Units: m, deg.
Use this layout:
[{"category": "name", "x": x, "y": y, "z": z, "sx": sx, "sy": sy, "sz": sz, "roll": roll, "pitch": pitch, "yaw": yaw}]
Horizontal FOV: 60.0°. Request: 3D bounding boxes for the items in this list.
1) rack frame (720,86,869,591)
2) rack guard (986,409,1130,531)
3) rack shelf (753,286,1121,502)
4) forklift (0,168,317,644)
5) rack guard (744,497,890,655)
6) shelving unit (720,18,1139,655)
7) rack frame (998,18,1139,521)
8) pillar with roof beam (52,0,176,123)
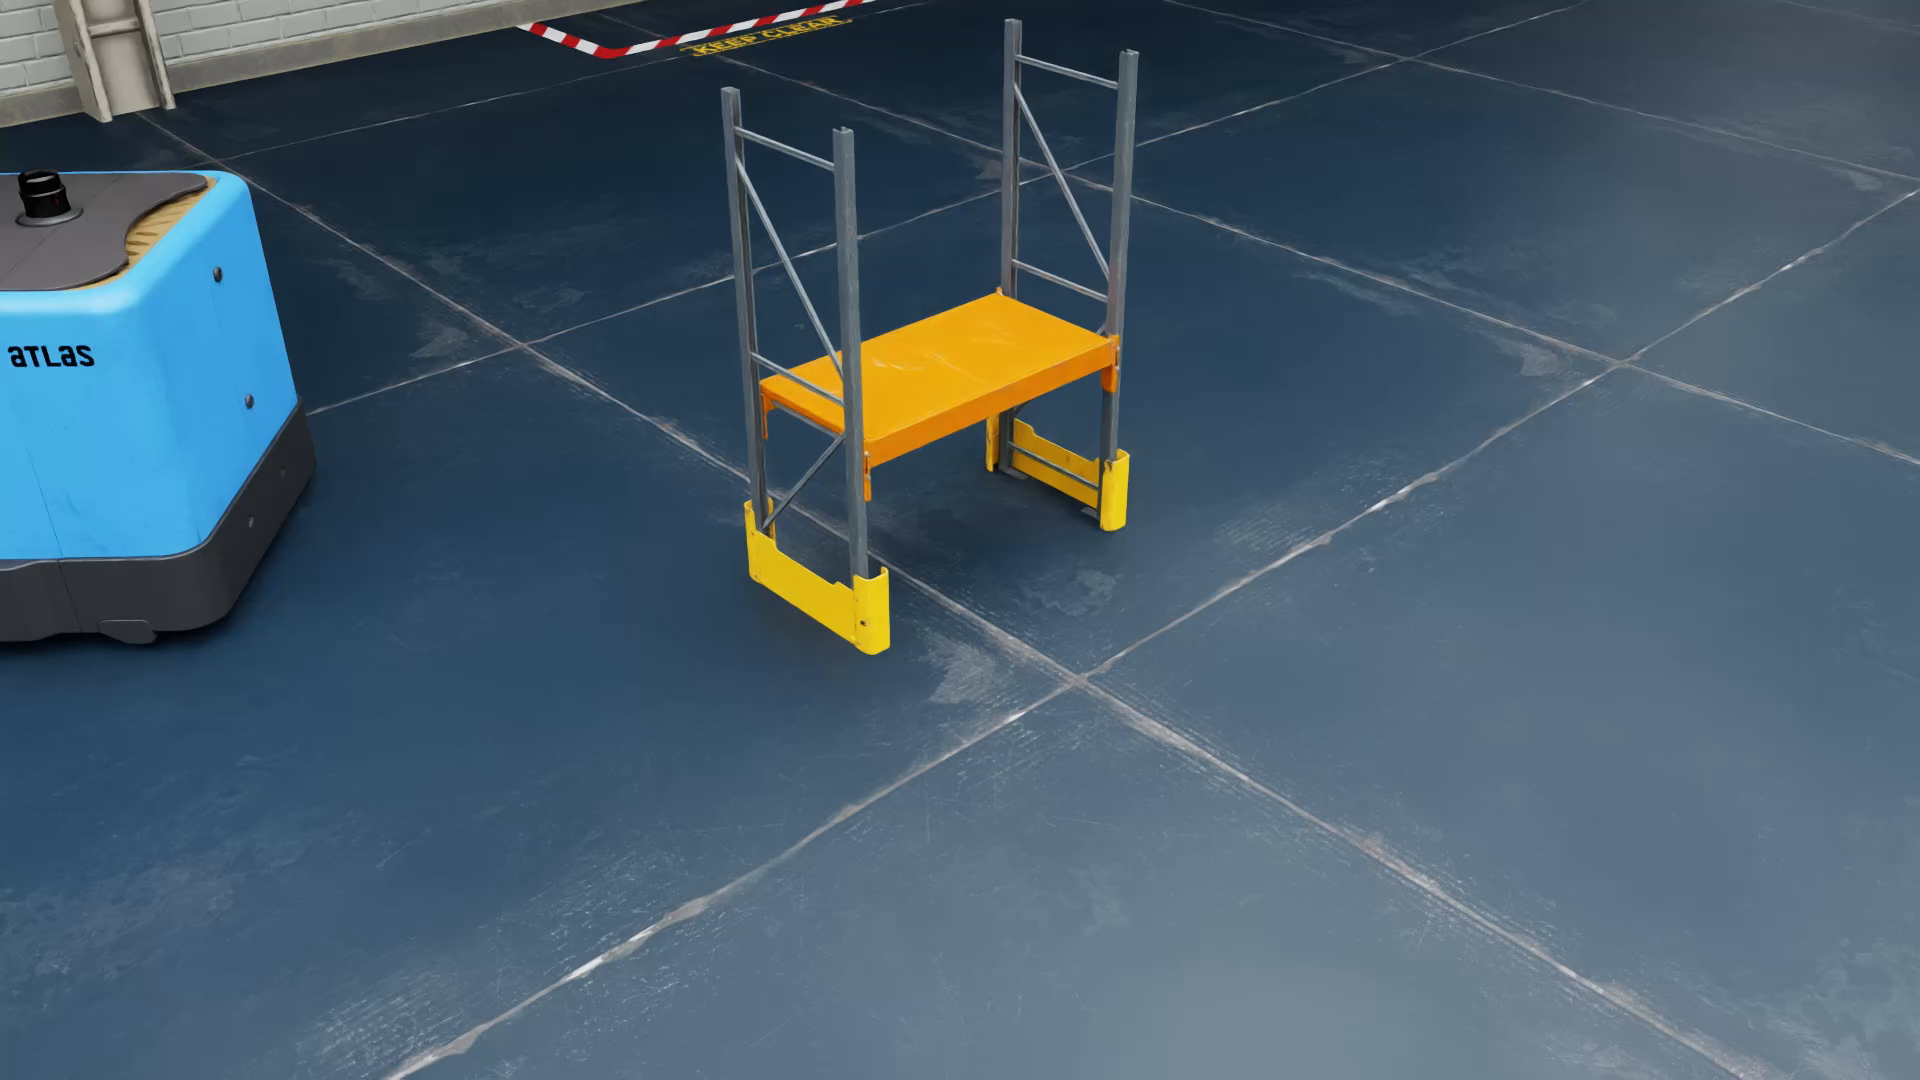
[{"category": "rack frame", "x": -0.435, "y": -0.429, "z": 4.514, "sx": 0.032, "sy": 1.500, "sz": 0.500, "roll": -26, "pitch": 40, "yaw": -35}, {"category": "rack guard", "x": 0.309, "y": -0.256, "z": 5.429, "sx": 0.087, "sy": 0.250, "sz": 0.587, "roll": -26, "pitch": 40, "yaw": -35}, {"category": "rack shelf", "x": -0.063, "y": -0.456, "z": 4.903, "sx": 1.000, "sy": 0.185, "sz": 0.538, "roll": -26, "pitch": 40, "yaw": -35}, {"category": "forklift", "x": -3.628, "y": -1.178, "z": 4.367, "sx": 3.031, "sy": 2.935, "sz": 1.130, "roll": -1, "pitch": 31, "yaw": -2}, {"category": "rack guard", "x": -0.421, "y": 0.097, "z": 4.852, "sx": 0.087, "sy": 0.250, "sz": 0.587, "roll": -26, "pitch": 40, "yaw": -35}, {"category": "shelving unit", "x": -0.056, "y": -0.613, "z": 4.815, "sx": 1.083, "sy": 1.500, "sz": 0.587, "roll": -26, "pitch": 40, "yaw": -35}, {"category": "rack frame", "x": 0.310, "y": -0.790, "z": 5.104, "sx": 0.032, "sy": 1.500, "sz": 0.500, "roll": -26, "pitch": 40, "yaw": -35}, {"category": "pillar with roof beam", "x": -1.624, "y": -4.555, "z": 4.073, "sx": 0.400, "sy": 9.000, "sz": 9.100, "roll": -26, "pitch": 40, "yaw": -35}]
